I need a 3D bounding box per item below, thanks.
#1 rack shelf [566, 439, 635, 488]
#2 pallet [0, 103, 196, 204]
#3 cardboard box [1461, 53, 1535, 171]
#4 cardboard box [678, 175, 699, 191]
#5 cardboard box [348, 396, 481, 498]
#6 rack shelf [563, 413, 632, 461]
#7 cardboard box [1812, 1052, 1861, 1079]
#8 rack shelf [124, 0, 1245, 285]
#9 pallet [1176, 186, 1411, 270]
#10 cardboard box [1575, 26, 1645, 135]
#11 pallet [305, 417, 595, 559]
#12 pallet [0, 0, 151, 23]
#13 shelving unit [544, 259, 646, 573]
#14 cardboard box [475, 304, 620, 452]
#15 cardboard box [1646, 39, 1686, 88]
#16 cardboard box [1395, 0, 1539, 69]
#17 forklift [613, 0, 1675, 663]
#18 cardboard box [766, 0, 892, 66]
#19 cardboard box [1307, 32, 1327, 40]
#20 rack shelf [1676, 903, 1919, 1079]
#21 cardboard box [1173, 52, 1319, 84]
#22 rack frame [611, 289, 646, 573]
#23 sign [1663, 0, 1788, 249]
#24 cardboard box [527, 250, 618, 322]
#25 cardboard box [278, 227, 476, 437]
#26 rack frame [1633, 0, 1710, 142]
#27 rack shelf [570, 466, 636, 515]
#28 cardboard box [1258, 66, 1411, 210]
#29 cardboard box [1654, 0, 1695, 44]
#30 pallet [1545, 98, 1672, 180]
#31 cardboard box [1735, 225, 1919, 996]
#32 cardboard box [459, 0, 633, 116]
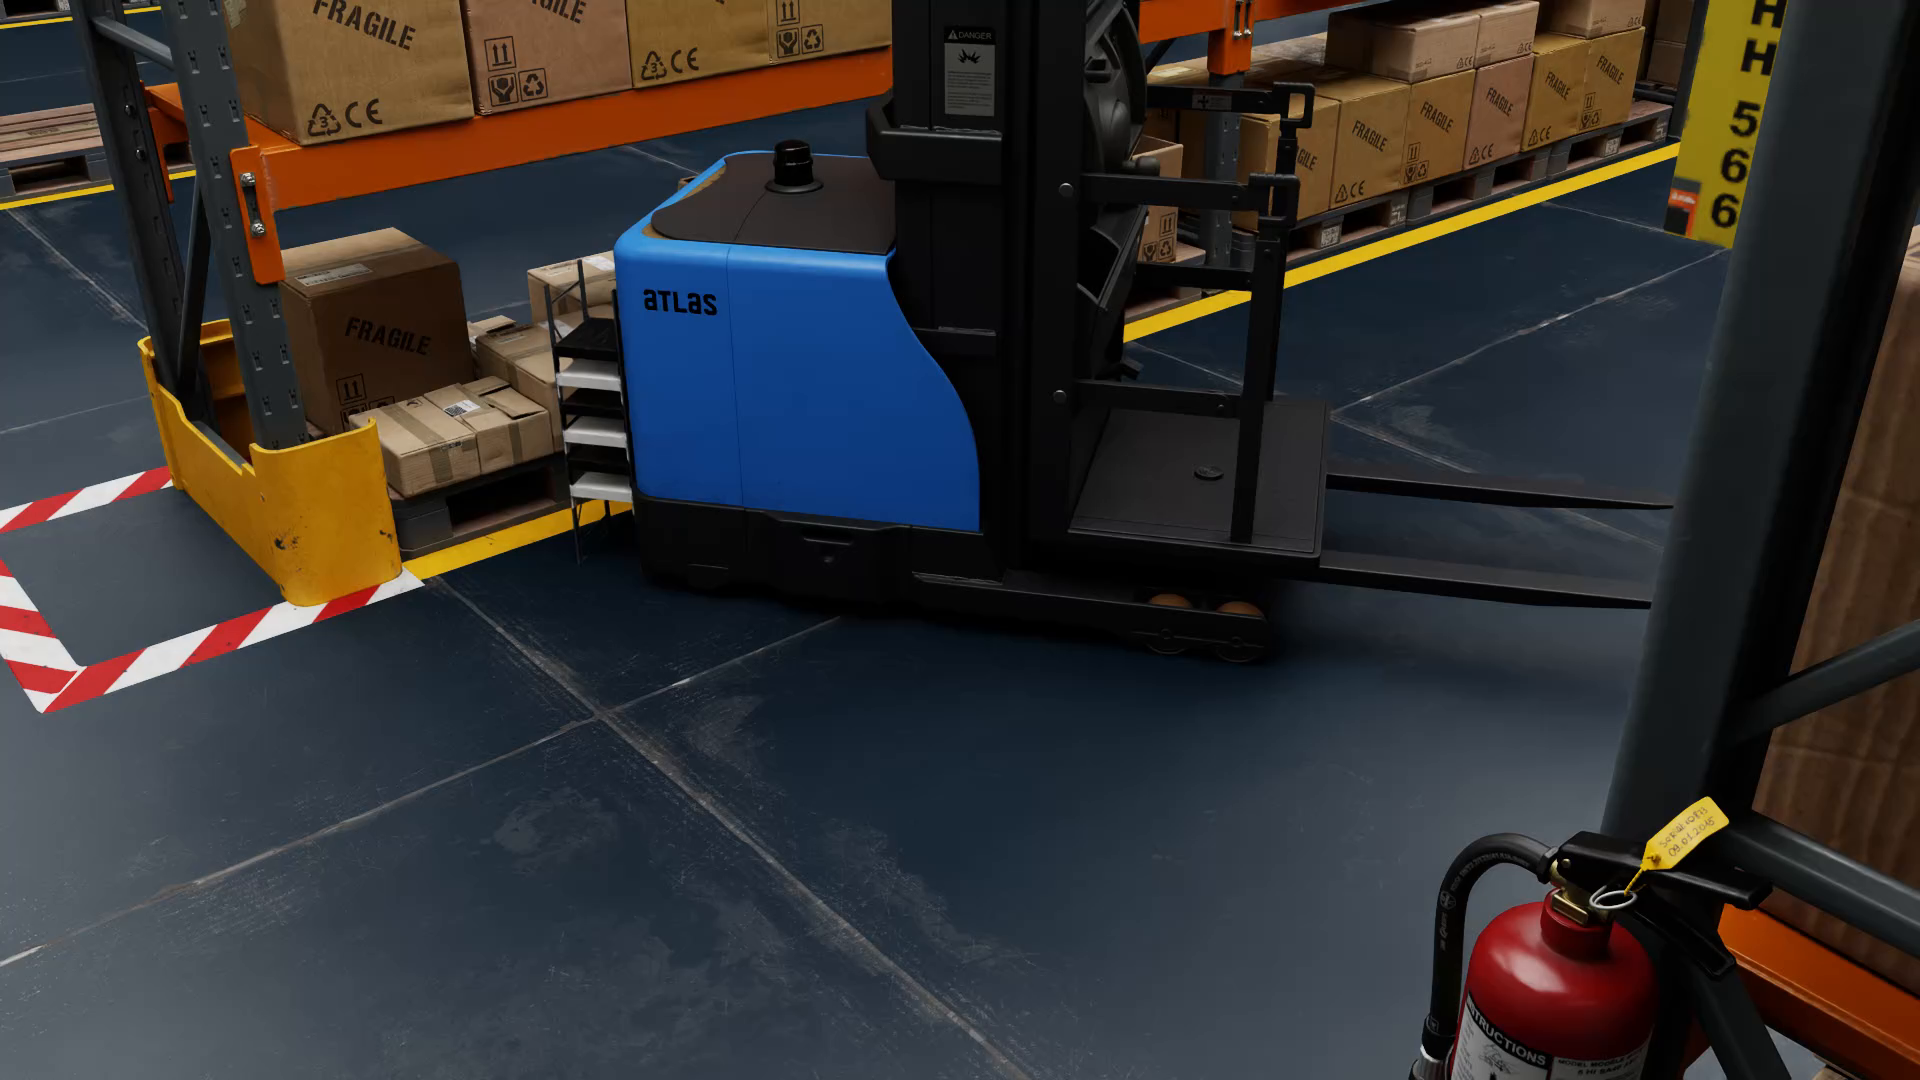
[{"bbox_3d":[-1.043,-0.255,5.033,0.200,0.077,0.258,6,29,12],"label":"rack shelf"},{"bbox_3d":[-4.799,-2.138,9.027,1.213,0.211,1.003,-22,35,-35],"label":"pallet"},{"bbox_3d":[2.499,-2.200,8.369,0.500,0.500,0.500,-23,36,-37],"label":"cardboard box"},{"bbox_3d":[-0.622,-1.092,6.293,0.637,0.503,0.797,-22,35,-35],"label":"cardboard box"},{"bbox_3d":[-1.697,-0.294,5.175,0.250,0.149,0.380,-22,35,-35],"label":"cardboard box"},{"bbox_3d":[-1.043,-0.334,4.991,0.200,0.077,0.258,6,29,12],"label":"rack shelf"},{"bbox_3d":[1.426,0.699,2.277,0.250,0.149,0.380,-22,35,-35],"label":"cardboard box"},{"bbox_3d":[-0.717,-1.647,5.912,4.000,0.370,1.077,-22,35,-35],"label":"rack shelf"},{"bbox_3d":[1.398,-1.608,8.036,1.213,0.211,1.003,-22,35,-35],"label":"pallet"},{"bbox_3d":[3.288,-2.521,8.970,0.500,0.500,0.500,-20,34,-33],"label":"cardboard box"},{"bbox_3d":[-1.575,-0.390,5.756,1.213,0.211,1.003,-22,35,-35],"label":"pallet"},{"bbox_3d":[-7.181,-4.319,13.109,1.213,0.211,1.003,-22,35,-35],"label":"pallet"},{"bbox_3d":[-1.043,-0.363,4.975,0.210,0.900,0.258,6,29,12],"label":"shelving unit"},{"bbox_3d":[-1.261,-0.551,5.549,0.500,0.250,0.500,-22,35,-35],"label":"cardboard box"},{"bbox_3d":[4.436,-2.827,9.829,0.500,0.250,0.500,-22,35,-35],"label":"cardboard box"},{"bbox_3d":[2.472,-2.518,8.170,0.500,0.250,0.500,-23,36,-36],"label":"cardboard box"},{"bbox_3d":[0.608,-1.228,4.438,3.031,2.935,1.130,6,29,11],"label":"forklift"},{"bbox_3d":[-0.576,-1.902,5.521,0.500,0.500,0.500,-21,35,-34],"label":"cardboard box"},{"bbox_3d":[2.142,-2.379,8.705,0.500,0.500,0.500,-23,36,-37],"label":"cardboard box"},{"bbox_3d":[2.501,0.128,2.591,4.000,0.370,1.077,-22,35,-35],"label":"rack shelf"},{"bbox_3d":[1.375,-2.069,8.125,0.500,0.500,0.500,-22,35,-35],"label":"cardboard box"},{"bbox_3d":[-0.944,-0.353,4.955,0.006,0.900,0.240,6,29,12],"label":"rack frame"},{"bbox_3d":[0.637,-0.391,1.320,0.005,0.325,0.100,-22,35,-35],"label":"sign"},{"bbox_3d":[-1.243,-0.868,6.142,0.500,0.250,0.500,-22,35,-35],"label":"cardboard box"},{"bbox_3d":[-1.985,-0.698,5.560,0.500,0.500,0.500,-22,35,-35],"label":"cardboard box"},{"bbox_3d":[3.847,-3.800,9.177,0.127,3.000,1.000,-22,35,-35],"label":"rack frame"},{"bbox_3d":[-1.043,-0.175,5.076,0.200,0.077,0.258,6,29,12],"label":"rack shelf"},{"bbox_3d":[1.729,-1.895,7.799,0.500,0.500,0.500,-21,35,-34],"label":"cardboard box"},{"bbox_3d":[4.436,-3.074,9.697,0.500,0.311,0.500,-21,34,-33],"label":"cardboard box"},{"bbox_3d":[3.254,-2.355,9.433,1.213,0.211,1.003,-22,35,-35],"label":"pallet"},{"bbox_3d":[1.361,0.131,1.504,0.700,0.700,0.980,-20,34,-33],"label":"cardboard box"},{"bbox_3d":[-1.341,-1.597,4.950,0.500,0.500,0.500,-22,35,-35],"label":"cardboard box"}]
